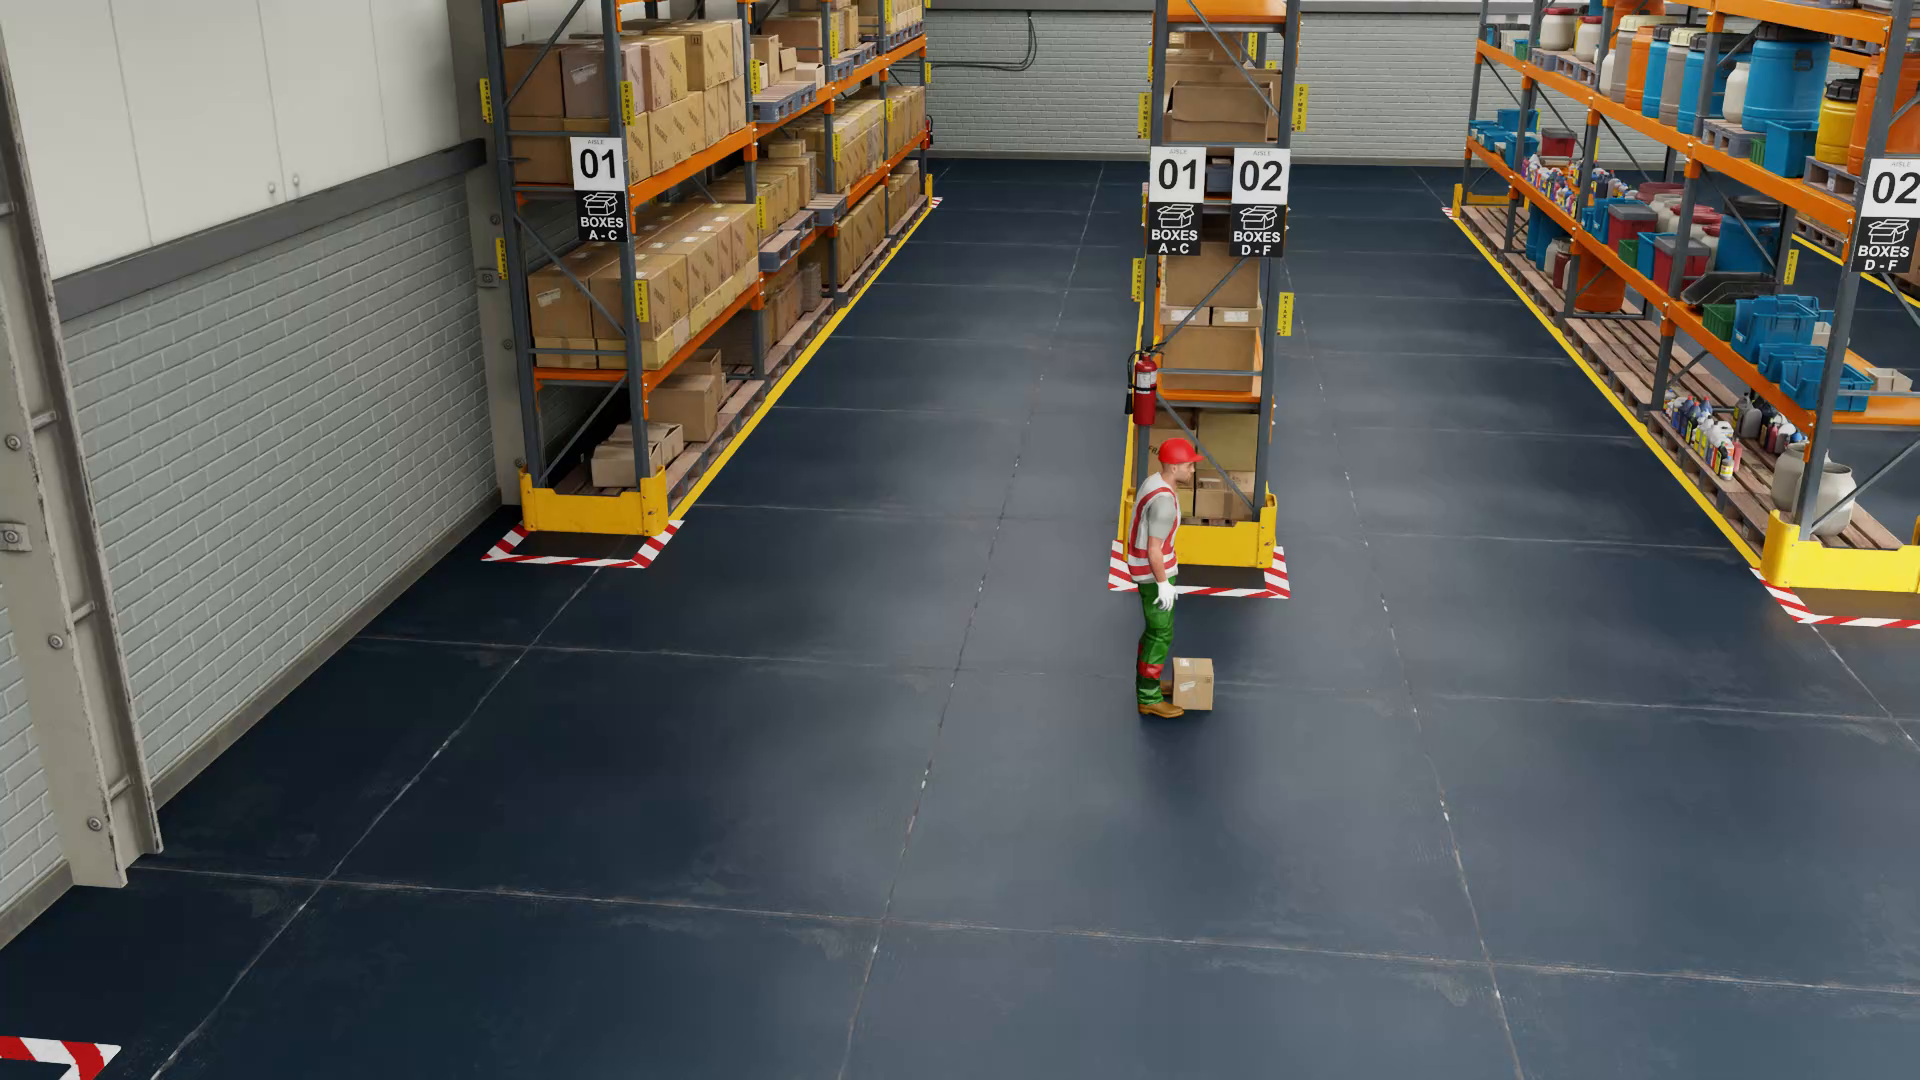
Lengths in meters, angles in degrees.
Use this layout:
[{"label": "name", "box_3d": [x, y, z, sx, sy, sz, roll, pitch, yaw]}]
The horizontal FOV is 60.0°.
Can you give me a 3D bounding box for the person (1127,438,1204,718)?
[{"label": "person", "box_3d": [1.275, 0.213, 10.503, 0.448, 1.780, 0.609, 3, 21, 7]}]
